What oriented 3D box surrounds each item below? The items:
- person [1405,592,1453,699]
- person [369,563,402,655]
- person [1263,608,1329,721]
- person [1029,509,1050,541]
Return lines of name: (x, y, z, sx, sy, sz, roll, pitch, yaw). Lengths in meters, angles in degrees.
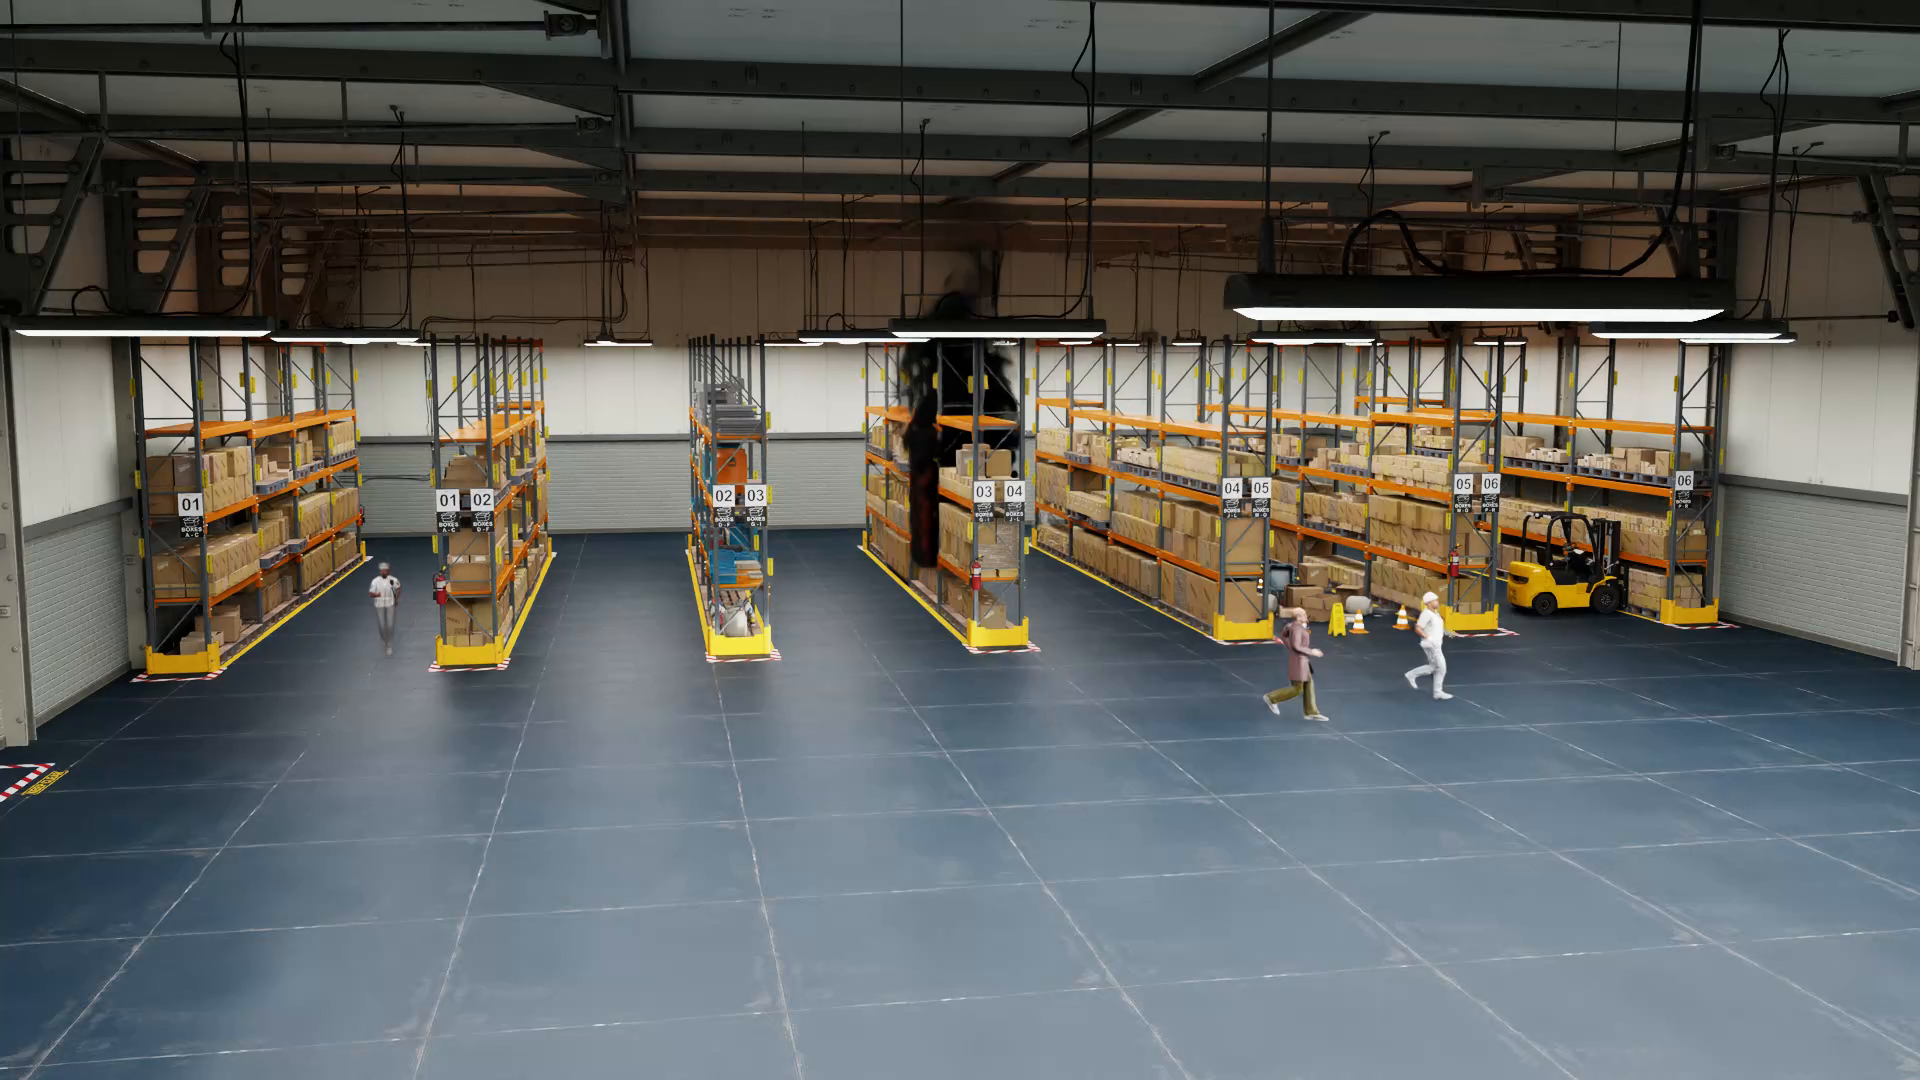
person: (7.721, 1.729, 27.355, 0.804, 1.747, 0.694, 3, 7, 27)
person: (-10.850, 1.265, 31.374, 0.557, 1.697, 0.894, -2, 7, -16)
person: (5.180, 1.918, 25.594, 1.011, 1.771, 0.711, 1, 7, 10)
person: (2.504, -0.848, 49.805, 0.926, 1.813, 0.709, -3, 7, -23)
